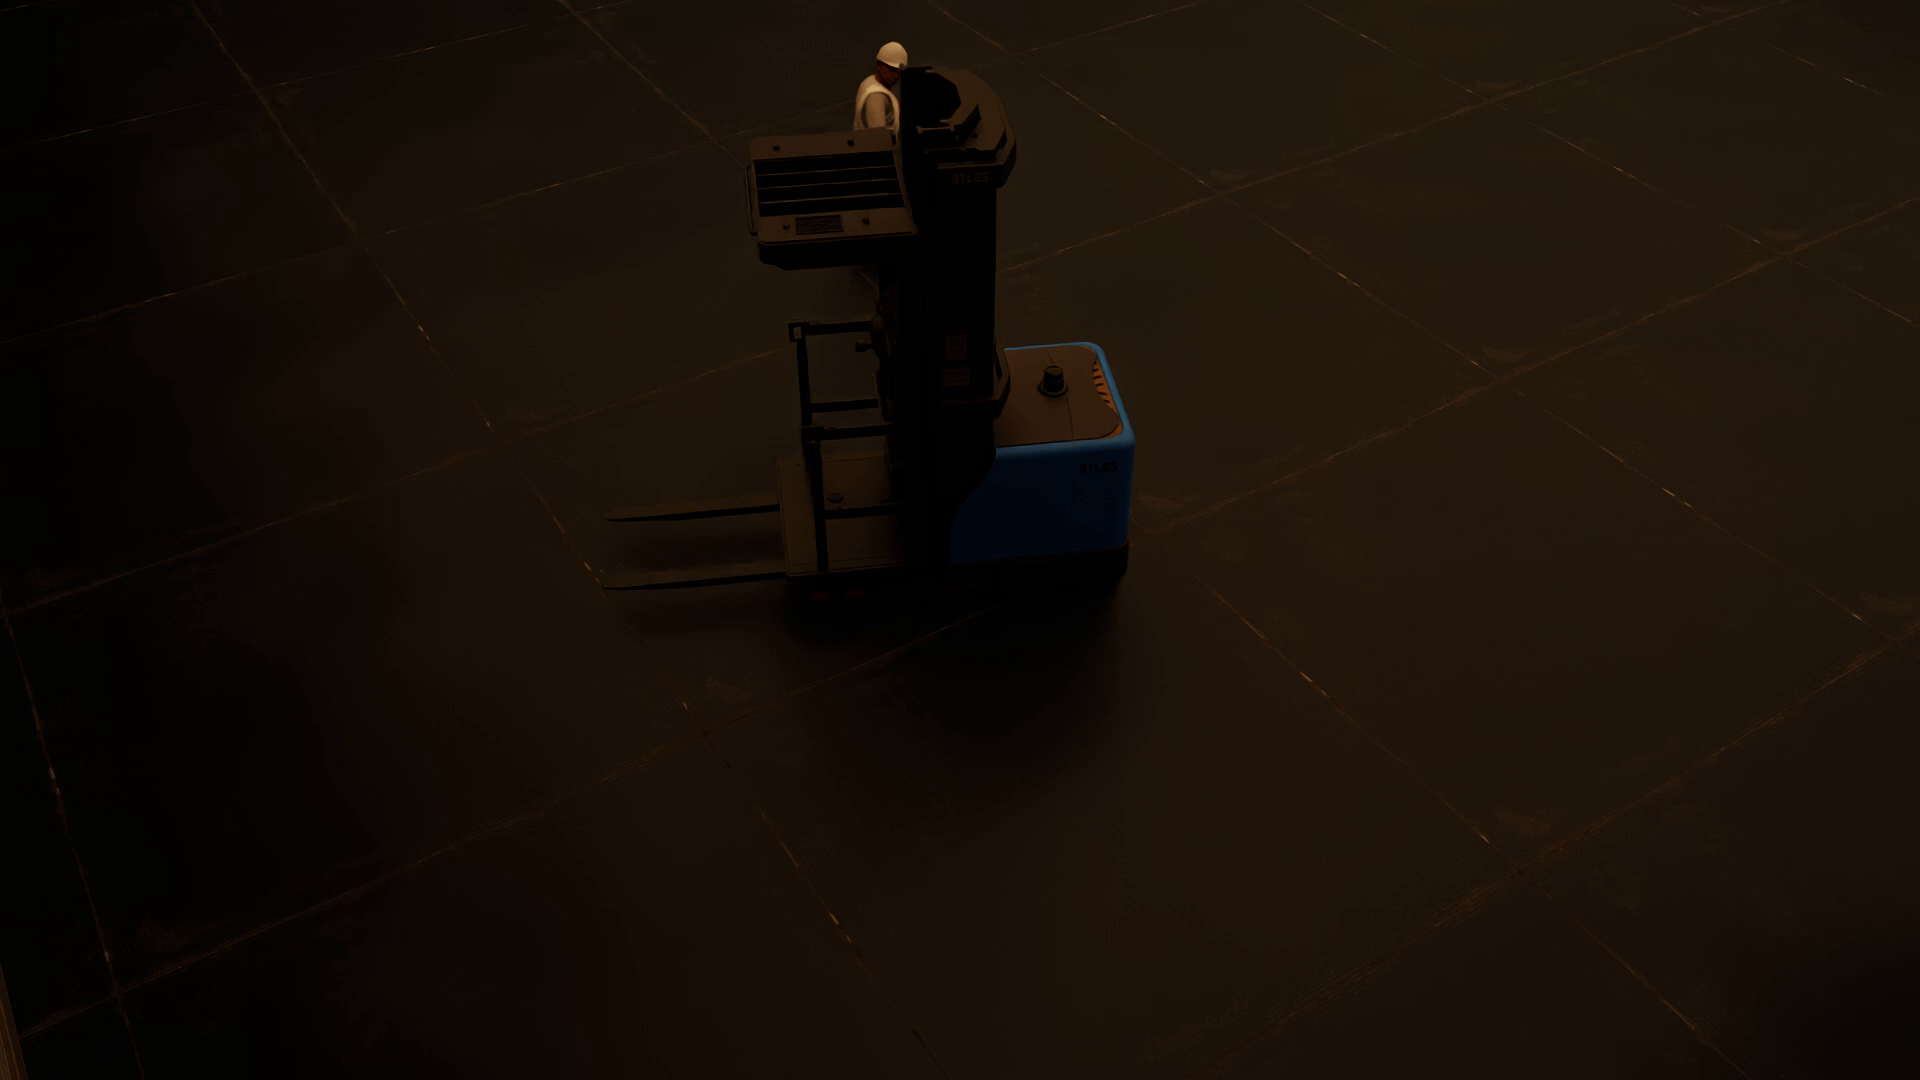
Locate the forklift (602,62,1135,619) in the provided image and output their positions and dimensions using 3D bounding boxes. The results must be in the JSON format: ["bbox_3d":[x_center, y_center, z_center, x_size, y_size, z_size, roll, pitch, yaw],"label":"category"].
[{"bbox_3d":[-0.581,-1.024,9.043,3.031,2.935,1.130,-5,41,-6],"label":"forklift"}]

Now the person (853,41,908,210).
[{"bbox_3d":[-0.420,-2.769,12.026,0.865,1.639,0.920,-14,43,-16],"label":"person"}]
